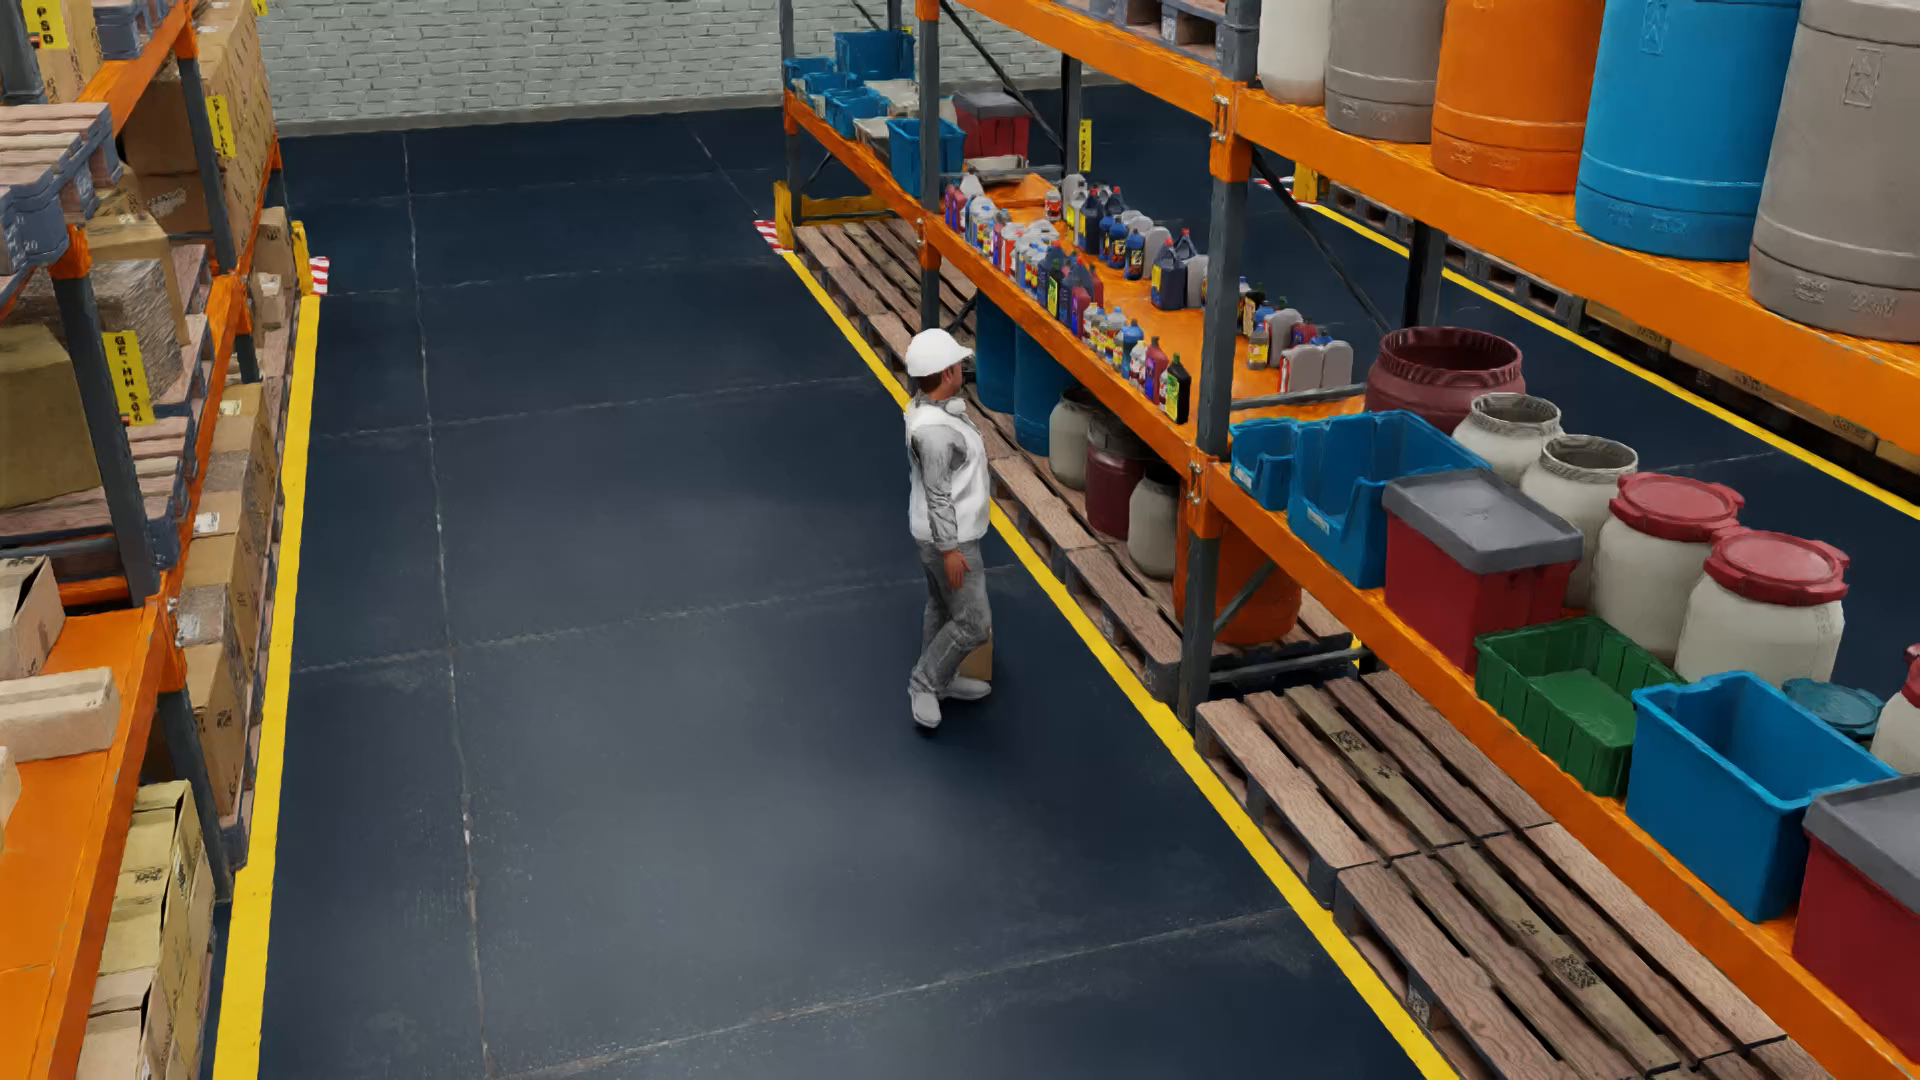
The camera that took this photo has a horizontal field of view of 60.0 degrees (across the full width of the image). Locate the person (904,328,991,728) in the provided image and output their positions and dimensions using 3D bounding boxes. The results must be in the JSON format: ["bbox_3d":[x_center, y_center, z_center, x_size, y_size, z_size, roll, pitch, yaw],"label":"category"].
[{"bbox_3d":[-0.047,-0.046,7.173,0.386,1.762,0.585,-1,26,-1],"label":"person"}]
